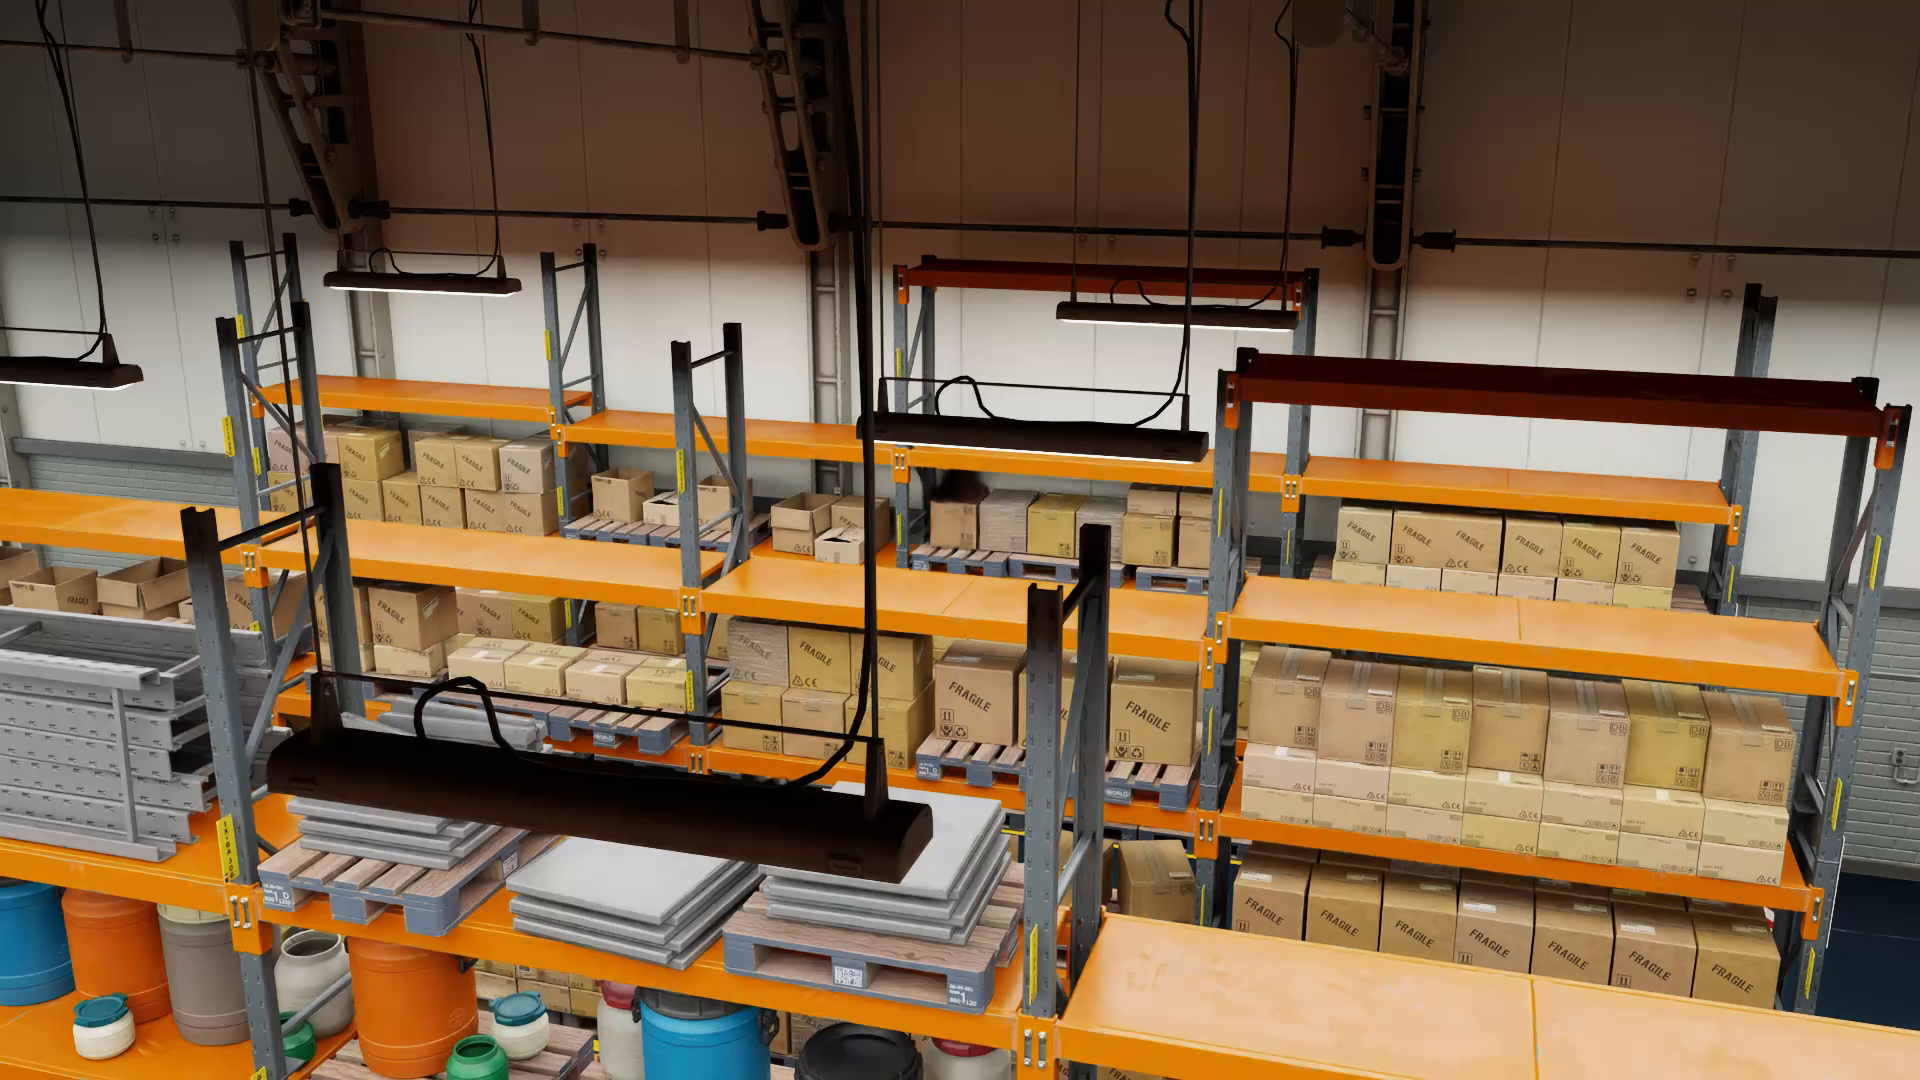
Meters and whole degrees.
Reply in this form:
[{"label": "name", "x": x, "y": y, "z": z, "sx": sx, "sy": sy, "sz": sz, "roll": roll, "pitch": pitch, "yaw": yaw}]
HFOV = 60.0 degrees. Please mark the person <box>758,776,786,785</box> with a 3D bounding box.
[{"label": "person", "x": -1.975, "y": 2.296, "z": 16.992, "sx": 0.527, "sy": 1.672, "sz": 0.374, "roll": -3, "pitch": 16, "yaw": -11}]
